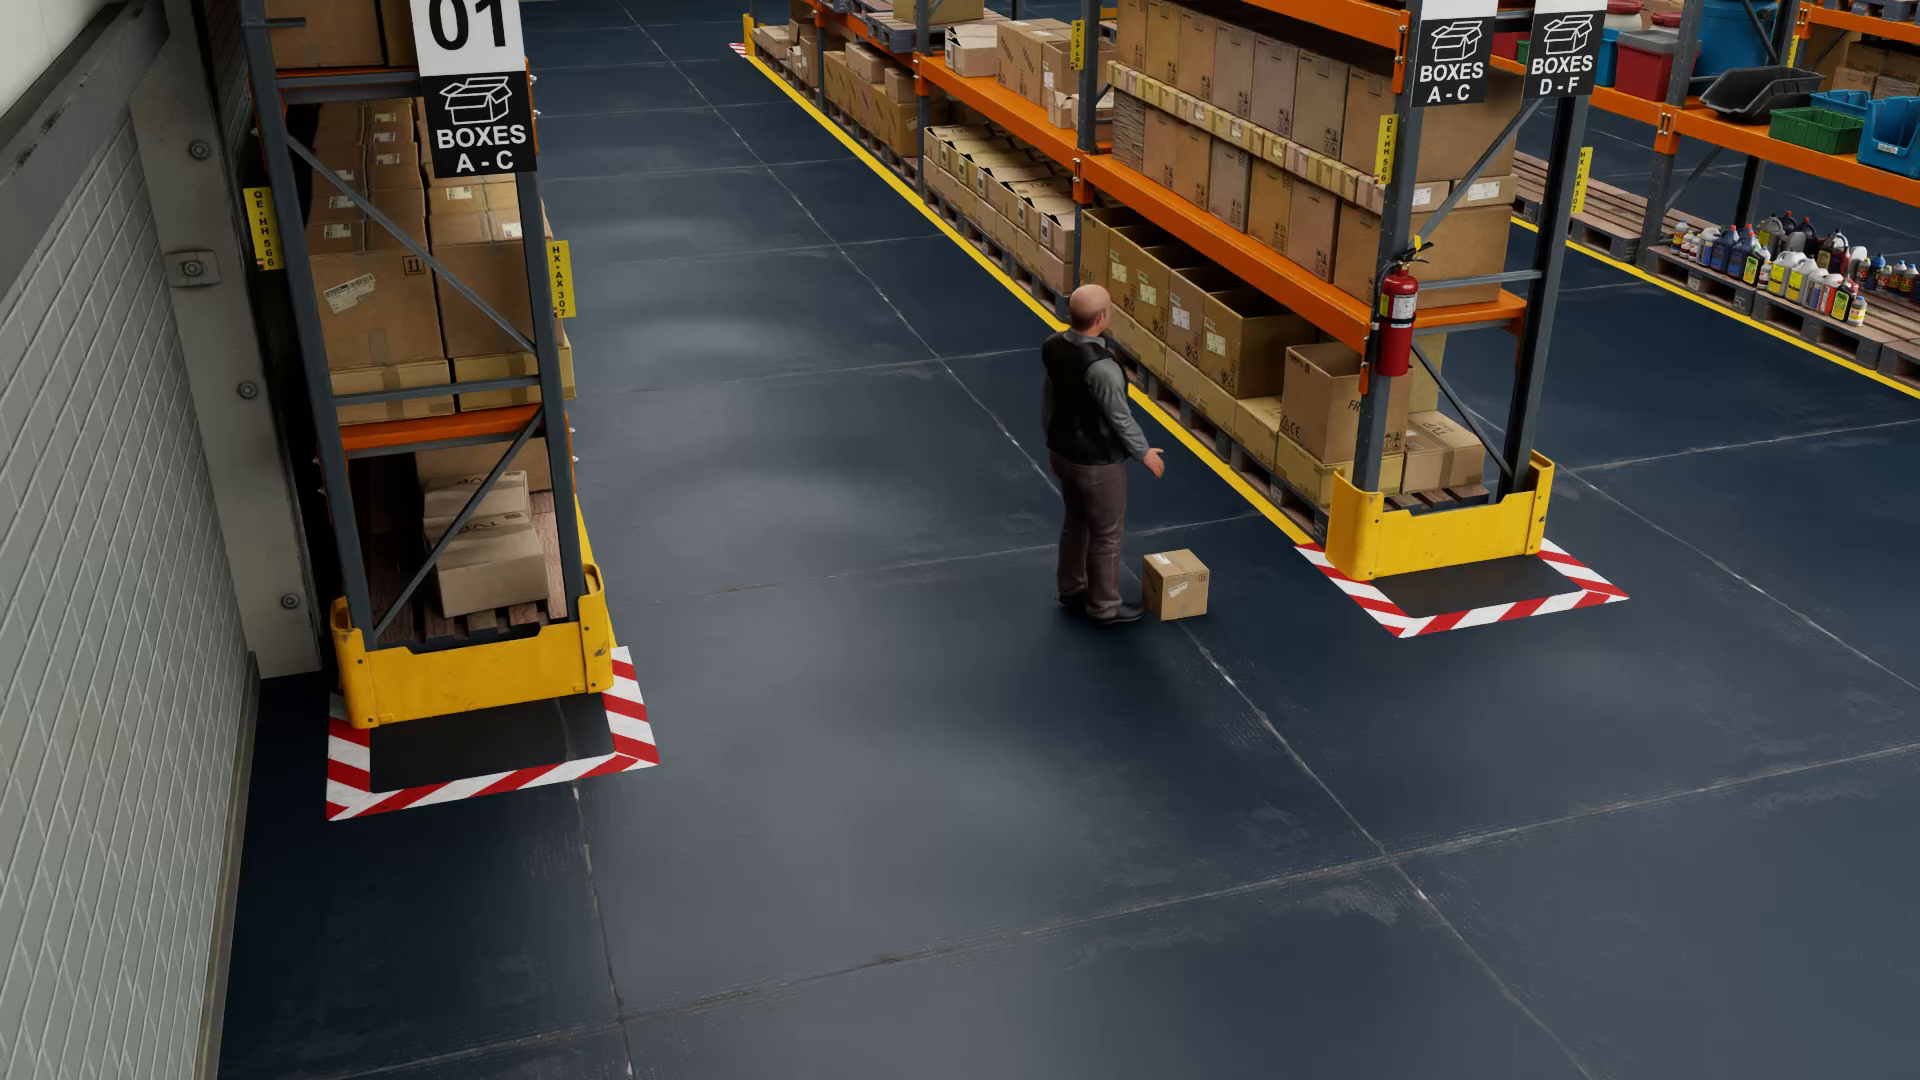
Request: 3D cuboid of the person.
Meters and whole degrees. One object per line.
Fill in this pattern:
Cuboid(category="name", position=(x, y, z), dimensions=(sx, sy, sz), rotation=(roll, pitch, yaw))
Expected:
Cuboid(category="person", position=(0.666, -0.379, 7.914), dimensions=(0.480, 1.759, 0.559), rotation=(-13, 29, -24))
